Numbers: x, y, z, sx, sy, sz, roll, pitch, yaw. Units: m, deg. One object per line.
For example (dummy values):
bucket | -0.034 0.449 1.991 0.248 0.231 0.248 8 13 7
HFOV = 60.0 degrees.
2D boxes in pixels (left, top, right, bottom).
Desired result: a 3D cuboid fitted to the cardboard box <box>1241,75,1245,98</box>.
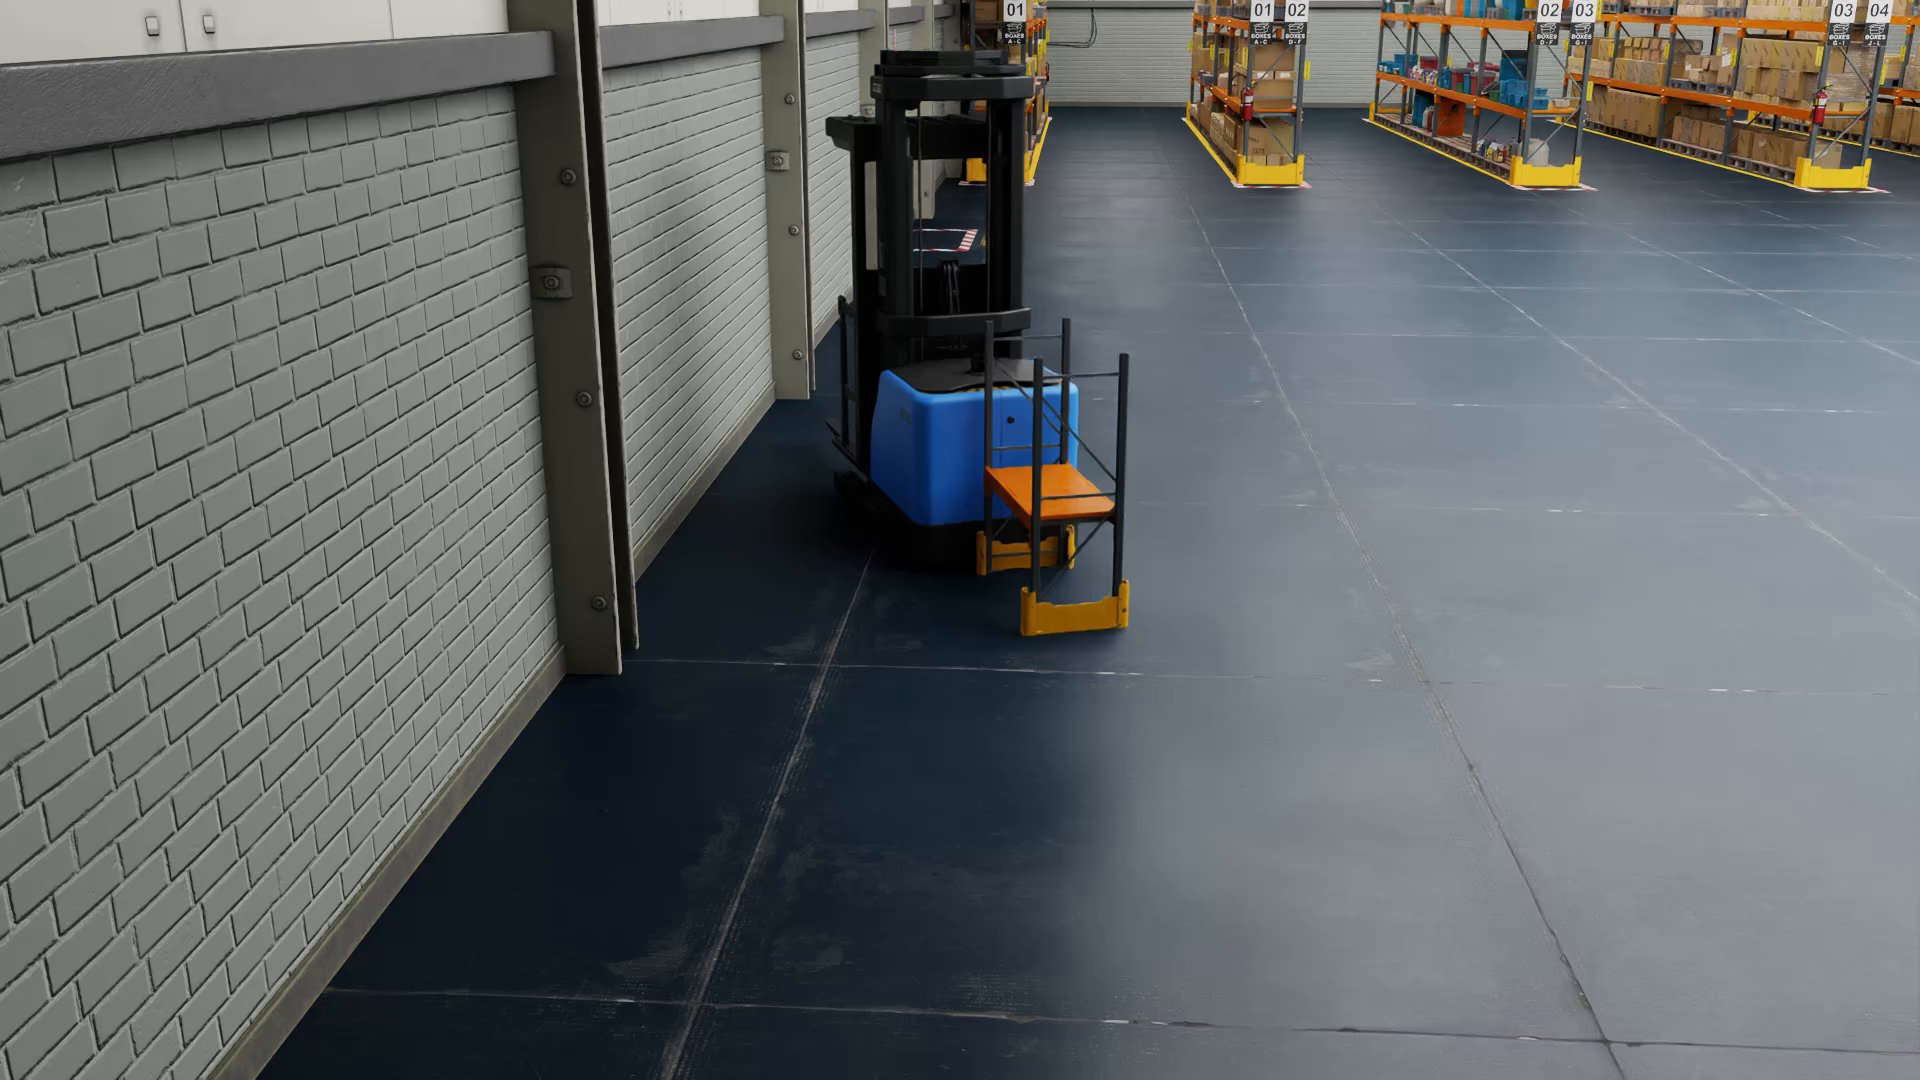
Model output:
cardboard box | 5.812 -8.754 32.160 0.700 0.500 0.500 2 18 5

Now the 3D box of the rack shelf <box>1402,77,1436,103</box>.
rack shelf | 11.279 -10.574 39.030 1.077 0.370 4.000 1 18 4

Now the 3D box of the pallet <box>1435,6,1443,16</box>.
pallet | 11.288 -11.865 37.303 1.003 0.211 1.213 1 18 4

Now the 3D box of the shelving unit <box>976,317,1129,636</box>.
shelving unit | 0.501 -0.382 9.181 0.587 1.500 1.083 -4 19 -13

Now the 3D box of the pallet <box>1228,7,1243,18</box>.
pallet | 5.959 -10.772 33.971 0.805 0.209 1.217 1 18 2

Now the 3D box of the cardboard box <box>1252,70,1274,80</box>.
cardboard box | 5.460 -8.400 30.039 0.380 0.149 0.250 1 18 3

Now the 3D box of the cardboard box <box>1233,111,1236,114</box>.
cardboard box | 6.513 -9.562 38.096 0.500 0.500 0.500 2 18 6

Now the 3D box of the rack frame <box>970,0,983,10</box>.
rack frame | 0.681 -10.882 29.180 1.000 3.000 0.127 1 18 4

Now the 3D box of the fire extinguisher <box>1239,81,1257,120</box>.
fire extinguisher | 5.150 -7.858 29.712 0.296 0.674 0.183 1 18 4

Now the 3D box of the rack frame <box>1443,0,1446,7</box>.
rack frame | 11.136 -13.145 36.088 1.000 3.000 0.127 1 18 4

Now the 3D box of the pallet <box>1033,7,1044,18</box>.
pallet | 1.118 -10.799 34.046 1.213 0.211 1.003 1 18 4

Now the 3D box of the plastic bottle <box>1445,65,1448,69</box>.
plastic bottle | 11.683 -11.220 39.928 0.144 0.351 0.185 1 18 4

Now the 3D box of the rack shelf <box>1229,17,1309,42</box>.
rack shelf | 5.766 -9.626 31.321 1.077 0.370 4.000 1 18 4

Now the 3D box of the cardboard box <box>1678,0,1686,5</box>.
cardboard box | 15.786 -11.754 35.696 0.500 0.500 0.500 1 18 4

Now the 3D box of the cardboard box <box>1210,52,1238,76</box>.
cardboard box | 6.128 -10.851 37.887 0.700 0.500 0.500 -5 19 -15

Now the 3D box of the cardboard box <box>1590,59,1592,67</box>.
cardboard box | 16.244 -12.116 42.344 0.500 0.250 0.500 1 18 3

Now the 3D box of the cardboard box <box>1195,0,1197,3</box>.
cardboard box | 6.430 -14.173 43.482 0.500 0.250 0.500 1 18 4

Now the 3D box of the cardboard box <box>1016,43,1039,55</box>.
cardboard box | 1.546 -11.214 37.955 0.500 0.250 0.500 2 18 5

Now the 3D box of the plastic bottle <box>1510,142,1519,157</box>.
plastic bottle | 10.927 -7.696 32.761 0.152 0.276 0.135 1 18 4

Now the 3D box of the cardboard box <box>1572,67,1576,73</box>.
cardboard box | 16.260 -12.287 43.507 0.380 0.149 0.250 1 18 3

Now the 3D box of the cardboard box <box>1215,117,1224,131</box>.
cardboard box | 5.761 -8.928 35.693 0.500 0.311 0.500 1 18 3

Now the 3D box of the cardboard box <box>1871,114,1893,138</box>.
cardboard box | 20.803 -9.263 37.216 0.500 0.500 0.500 1 18 4

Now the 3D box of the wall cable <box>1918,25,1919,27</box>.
wall cable | 28.331 -14.654 48.695 0.588 1.984 0.122 1 18 4

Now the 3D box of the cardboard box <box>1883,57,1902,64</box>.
cardboard box | 20.594 -10.567 36.628 0.380 0.149 0.250 1 18 2

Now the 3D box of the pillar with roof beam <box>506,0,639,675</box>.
pillar with roof beam | 2.442 -3.568 6.861 9.100 9.000 0.400 1 18 4

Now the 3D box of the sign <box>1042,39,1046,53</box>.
sign | 2.083 -12.261 41.293 0.100 0.325 0.005 1 18 4

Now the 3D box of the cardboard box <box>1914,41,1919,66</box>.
cardboard box | 20.974 -10.425 35.655 0.700 0.500 0.500 1 18 4

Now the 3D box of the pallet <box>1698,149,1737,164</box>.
pallet | 15.844 -7.858 34.066 1.003 0.211 1.213 1 18 4

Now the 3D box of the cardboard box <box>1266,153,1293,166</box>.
cardboard box | 5.883 -6.976 30.636 0.500 0.250 0.500 1 18 4

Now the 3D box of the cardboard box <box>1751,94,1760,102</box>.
cardboard box | 15.385 -8.452 31.803 0.380 0.149 0.250 1 18 4

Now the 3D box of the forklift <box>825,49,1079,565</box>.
forklift | -0.222 -1.669 10.810 1.130 2.935 3.031 -6 19 -17

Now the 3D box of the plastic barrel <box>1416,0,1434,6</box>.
plastic barrel | 11.135 -13.068 39.778 0.433 0.535 0.433 0 18 0

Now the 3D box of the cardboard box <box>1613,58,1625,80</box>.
cardboard box | 16.081 -11.336 40.042 0.500 0.500 0.500 1 18 4

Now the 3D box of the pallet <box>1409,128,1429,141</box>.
pallet | 11.241 -9.593 39.360 1.003 0.211 1.213 1 18 4

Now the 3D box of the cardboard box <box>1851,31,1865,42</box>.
cardboard box | 21.578 -12.083 40.236 0.500 0.500 0.500 2 18 5

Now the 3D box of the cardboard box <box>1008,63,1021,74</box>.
cardboard box | 1.015 -8.467 30.450 0.500 0.500 0.500 1 18 4

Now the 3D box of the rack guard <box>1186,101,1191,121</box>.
rack guard | 6.764 -11.679 45.263 1.175 0.500 0.348 1 18 4

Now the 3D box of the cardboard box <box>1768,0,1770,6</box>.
cardboard box | 15.492 -10.146 31.352 0.380 0.149 0.250 2 18 6

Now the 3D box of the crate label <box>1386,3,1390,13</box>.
crate label | 11.321 -13.854 43.308 0.408 0.251 0.502 1 18 4

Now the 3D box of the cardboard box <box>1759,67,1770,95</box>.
cardboard box | 15.689 -8.680 31.457 0.875 0.500 0.500 1 18 4

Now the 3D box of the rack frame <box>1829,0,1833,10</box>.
rack frame | 15.503 -10.550 28.168 1.000 3.000 0.127 1 18 4

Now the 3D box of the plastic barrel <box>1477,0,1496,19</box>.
plastic barrel | 10.669 -10.878 33.182 0.600 0.901 0.708 1 18 4

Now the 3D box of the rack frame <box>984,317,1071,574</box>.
rack frame | 0.386 -0.533 9.642 0.500 1.500 0.032 -4 19 -13

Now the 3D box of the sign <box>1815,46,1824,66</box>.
sign | 14.951 -8.418 28.929 0.100 0.325 0.005 1 18 4

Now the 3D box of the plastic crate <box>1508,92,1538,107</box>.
plastic crate | 10.352 -8.103 30.573 0.499 0.251 0.408 1 18 4

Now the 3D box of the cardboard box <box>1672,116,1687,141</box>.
cardboard box | 16.048 -8.996 36.369 0.700 0.500 0.500 0 18 1

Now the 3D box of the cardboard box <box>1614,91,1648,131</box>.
cardboard box | 16.274 -10.139 39.287 1.225 0.875 0.875 1 18 2

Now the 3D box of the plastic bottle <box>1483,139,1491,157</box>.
plastic bottle | 10.364 -7.702 32.659 0.144 0.351 0.185 1 18 2
